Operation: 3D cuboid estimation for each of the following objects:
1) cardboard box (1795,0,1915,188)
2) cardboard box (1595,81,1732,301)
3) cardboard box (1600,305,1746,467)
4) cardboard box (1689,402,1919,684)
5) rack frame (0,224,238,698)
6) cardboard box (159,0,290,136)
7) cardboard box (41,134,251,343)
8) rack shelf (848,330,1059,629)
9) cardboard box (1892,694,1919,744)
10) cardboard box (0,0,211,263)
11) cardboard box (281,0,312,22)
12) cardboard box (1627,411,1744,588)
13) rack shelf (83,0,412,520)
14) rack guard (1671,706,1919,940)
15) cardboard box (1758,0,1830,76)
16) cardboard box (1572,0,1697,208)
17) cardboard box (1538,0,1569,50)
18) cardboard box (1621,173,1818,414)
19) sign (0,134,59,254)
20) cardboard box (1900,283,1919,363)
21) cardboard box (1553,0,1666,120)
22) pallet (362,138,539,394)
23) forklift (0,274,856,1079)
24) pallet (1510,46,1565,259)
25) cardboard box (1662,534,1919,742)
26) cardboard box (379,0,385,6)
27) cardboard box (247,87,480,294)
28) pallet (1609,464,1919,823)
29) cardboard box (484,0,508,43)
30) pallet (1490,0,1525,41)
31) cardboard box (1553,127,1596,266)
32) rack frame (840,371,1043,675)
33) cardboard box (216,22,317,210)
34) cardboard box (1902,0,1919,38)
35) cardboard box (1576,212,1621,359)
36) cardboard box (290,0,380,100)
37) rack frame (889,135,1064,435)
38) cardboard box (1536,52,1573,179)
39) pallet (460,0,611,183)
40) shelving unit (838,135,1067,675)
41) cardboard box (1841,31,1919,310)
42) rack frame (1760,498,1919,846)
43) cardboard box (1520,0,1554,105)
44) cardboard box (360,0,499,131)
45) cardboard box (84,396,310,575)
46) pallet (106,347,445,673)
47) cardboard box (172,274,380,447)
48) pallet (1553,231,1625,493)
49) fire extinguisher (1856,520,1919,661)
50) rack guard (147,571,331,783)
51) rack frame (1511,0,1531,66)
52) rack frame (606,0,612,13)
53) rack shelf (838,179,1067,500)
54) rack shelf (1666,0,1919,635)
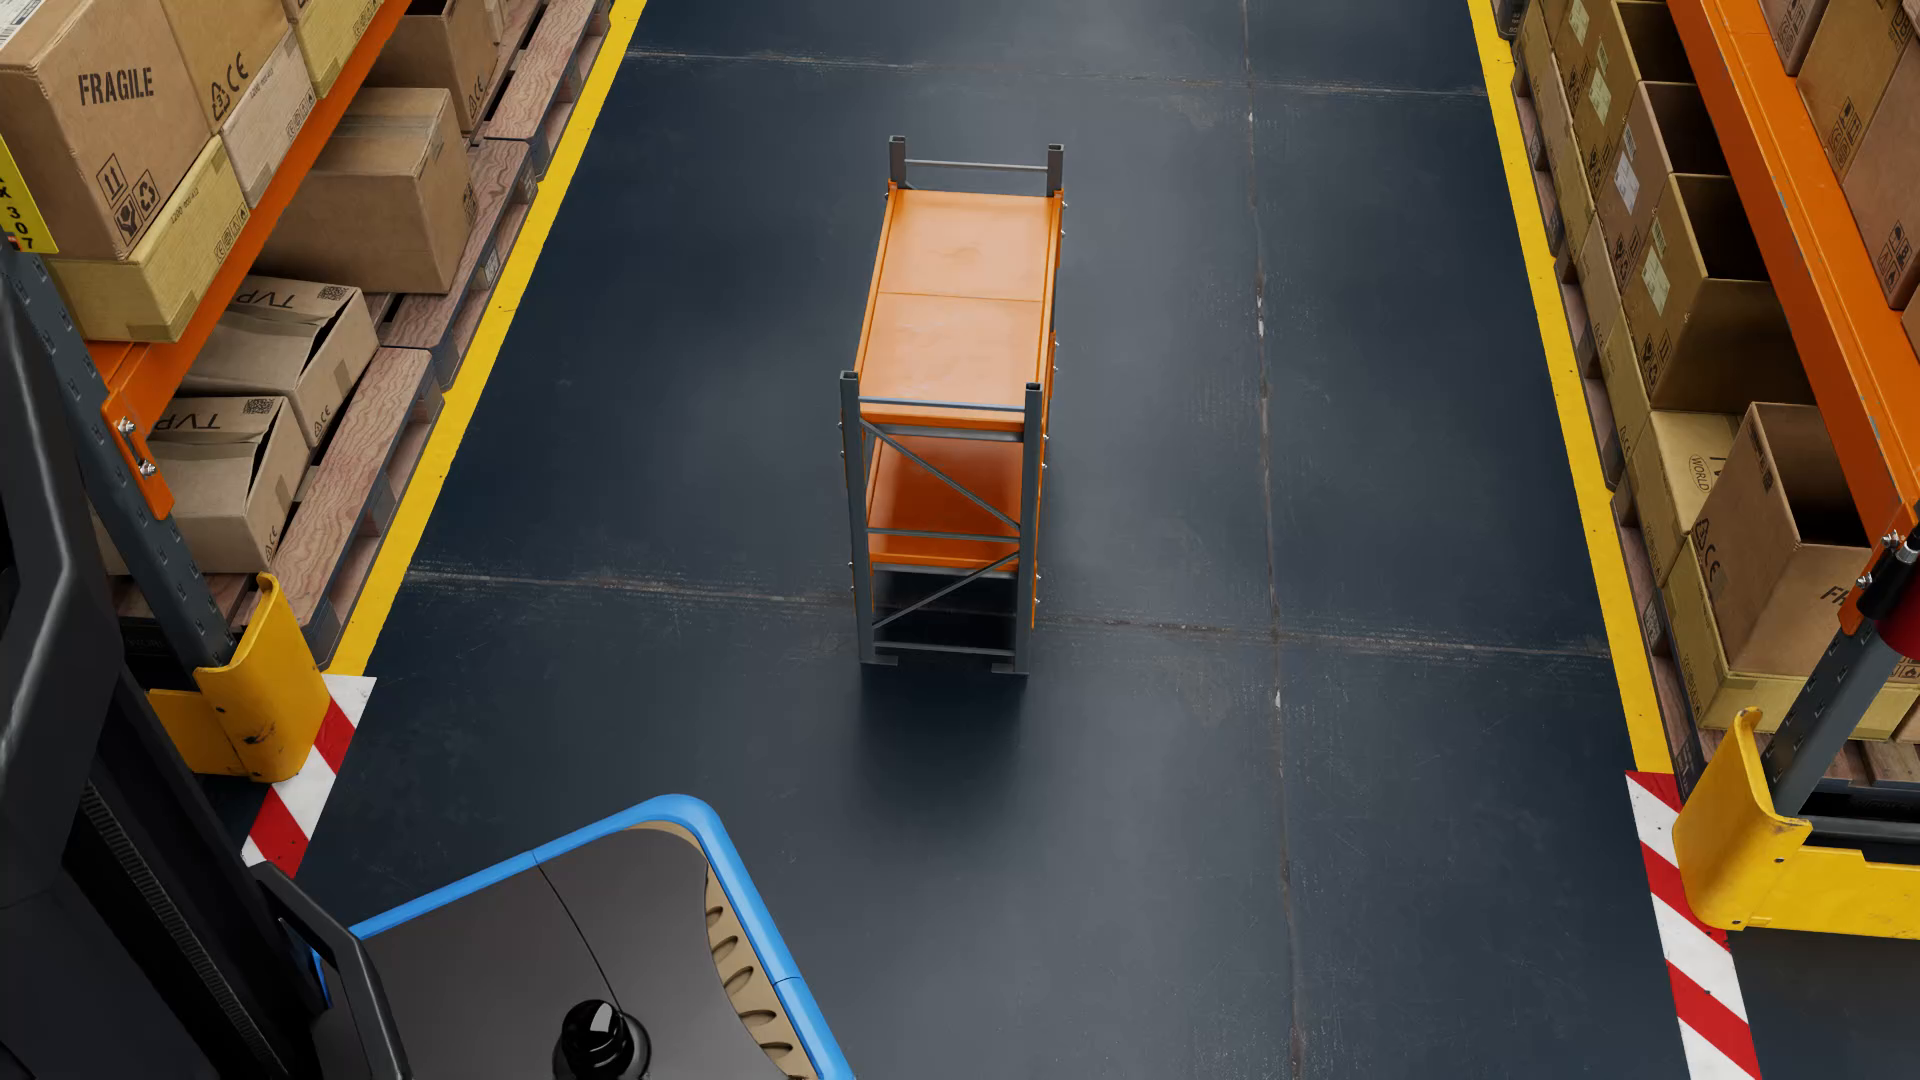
[{"bbox_3d":[2.658,-1.238,4.282,0.700,0.500,0.500,4,48,4],"label":"cardboard box"},{"bbox_3d":[2.385,-1.095,5.289,0.500,0.500,0.500,4,48,4],"label":"cardboard box"},{"bbox_3d":[2.341,-0.475,5.230,0.500,0.250,0.500,4,48,4],"label":"cardboard box"},{"bbox_3d":[2.262,0.008,4.281,0.500,0.500,0.500,4,48,4],"label":"cardboard box"},{"bbox_3d":[-2.424,-0.442,3.621,1.000,3.000,0.127,4,48,4],"label":"rack frame"},{"bbox_3d":[-2.027,-1.344,4.026,0.500,0.500,0.500,4,48,4],"label":"cardboard box"},{"bbox_3d":[-2.064,-0.735,3.977,0.500,0.250,0.500,3,48,2],"label":"cardboard box"},{"bbox_3d":[0.001,-0.220,5.020,0.538,0.278,1.000,4,48,4],"label":"rack shelf"},{"bbox_3d":[2.779,0.296,4.525,0.500,0.250,0.500,4,48,4],"label":"cardboard box"},{"bbox_3d":[-2.082,-0.981,3.695,0.500,0.500,0.500,4,48,4],"label":"cardboard box"},{"bbox_3d":[-1.973,-1.723,4.373,0.500,0.500,0.500,2,48,2],"label":"cardboard box"},{"bbox_3d":[2.297,-0.107,4.894,0.500,0.250,0.500,4,48,4],"label":"cardboard box"},{"bbox_3d":[-2.242,-1.668,5.231,1.077,0.370,4.000,4,48,4],"label":"rack shelf"},{"bbox_3d":[2.507,0.750,4.225,1.175,0.500,0.348,4,48,4],"label":"rack guard"},{"bbox_3d":[2.703,-1.625,4.636,0.700,0.500,0.500,5,48,5],"label":"cardboard box"},{"bbox_3d":[2.428,-1.463,5.626,0.500,0.500,0.500,4,48,4],"label":"cardboard box"},{"bbox_3d":[2.519,-2.198,6.298,0.500,0.500,0.500,4,48,4],"label":"cardboard box"},{"bbox_3d":[2.338,-0.728,4.954,0.500,0.500,0.500,4,48,4],"label":"cardboard box"},{"bbox_3d":[-1.884,-0.697,3.268,0.100,0.325,0.005,4,48,4],"label":"sign"},{"bbox_3d":[2.564,-0.487,3.595,0.700,0.500,0.500,4,48,4],"label":"cardboard box"},{"bbox_3d":[2.482,-1.830,5.961,0.500,0.500,0.500,4,48,4],"label":"cardboard box"},{"bbox_3d":[-2.194,-1.045,6.063,1.003,0.211,1.213,4,48,4],"label":"pallet"},{"bbox_3d":[-1.610,1.057,2.297,3.031,2.935,1.130,-22,51,-19],"label":"forklift"},{"bbox_3d":[2.759,-1.528,6.504,1.003,0.211,1.213,4,48,4],"label":"pallet"},{"bbox_3d":[2.264,0.261,4.557,0.500,0.250,0.500,4,48,4],"label":"cardboard box"},{"bbox_3d":[-1.930,-1.863,5.009,0.500,0.250,0.500,4,48,4],"label":"cardboard box"},{"bbox_3d":[-2.103,-1.203,5.714,0.700,0.500,0.500,1,48,1],"label":"cardboard box"},{"bbox_3d":[2.537,0.265,4.864,1.003,0.211,1.213,4,48,4],"label":"pallet"},{"bbox_3d":[-2.079,-2.178,6.831,0.380,0.166,0.250,-2,48,-2],"label":"cardboard box"},{"bbox_3d":[2.902,-2.653,7.534,1.003,0.211,1.213,4,48,4],"label":"pallet"},{"bbox_3d":[2.428,-1.210,5.902,0.500,0.250,0.500,4,48,4],"label":"cardboard box"},{"bbox_3d":[-0.046,-0.011,4.498,0.500,1.125,0.032,4,48,4],"label":"rack frame"},{"bbox_3d":[-2.031,-1.117,4.327,0.500,0.250,0.500,3,48,2],"label":"cardboard box"},{"bbox_3d":[2.425,-1.222,3.828,0.380,0.149,0.250,4,48,4],"label":"cardboard box"},{"bbox_3d":[2.388,-0.842,5.566,0.500,0.250,0.500,4,48,4],"label":"cardboard box"},{"bbox_3d":[-1.978,-1.491,4.669,0.500,0.250,0.500,3,48,3],"label":"cardboard box"},{"bbox_3d":[0.047,-0.758,5.181,0.500,1.125,0.032,4,48,4],"label":"rack frame"},{"bbox_3d":[2.479,-1.577,6.238,0.500,0.250,0.500,4,48,4],"label":"cardboard box"},{"bbox_3d":[-2.086,-1.944,6.885,1.003,0.211,1.213,4,48,4],"label":"pallet"},{"bbox_3d":[0.001,-0.385,4.839,0.538,1.125,1.048,4,48,4],"label":"shelving unit"},{"bbox_3d":[2.607,-0.873,3.948,0.700,0.500,0.500,5,48,5],"label":"cardboard box"},{"bbox_3d":[2.509,-0.111,3.319,1.000,3.000,0.127,4,48,4],"label":"rack frame"},{"bbox_3d":[2.529,-1.944,6.574,0.500,0.250,0.500,4,48,4],"label":"cardboard box"},{"bbox_3d":[-2.115,-1.920,6.369,0.500,0.500,0.500,1,48,1],"label":"cardboard box"},{"bbox_3d":[-2.272,-0.185,4.910,0.500,0.311,0.500,-1,48,-1],"label":"cardboard box"},{"bbox_3d":[-2.308,-0.151,5.245,1.003,0.211,1.213,4,48,4],"label":"pallet"},{"bbox_3d":[-2.220,-0.604,5.293,0.500,0.311,0.500,7,48,7],"label":"cardboard box"},{"bbox_3d":[2.651,-0.629,5.682,1.003,0.211,1.213,4,48,4],"label":"pallet"},{"bbox_3d":[2.036,-0.029,3.297,0.296,0.674,0.183,4,48,4],"label":"fire extinguisher"},{"bbox_3d":[-2.418,0.346,4.594,1.175,0.500,0.348,4,48,4],"label":"rack guard"},{"bbox_3d":[2.874,-3.050,6.007,1.000,3.000,0.127,4,48,4],"label":"rack frame"},{"bbox_3d":[-2.060,-3.381,6.309,1.000,3.000,0.127,4,48,4],"label":"rack frame"},{"bbox_3d":[0.001,-0.582,4.623,0.538,0.278,1.000,4,48,4],"label":"rack shelf"},{"bbox_3d":[2.691,-1.338,4.928,1.077,0.370,4.000,4,48,4],"label":"rack shelf"}]
